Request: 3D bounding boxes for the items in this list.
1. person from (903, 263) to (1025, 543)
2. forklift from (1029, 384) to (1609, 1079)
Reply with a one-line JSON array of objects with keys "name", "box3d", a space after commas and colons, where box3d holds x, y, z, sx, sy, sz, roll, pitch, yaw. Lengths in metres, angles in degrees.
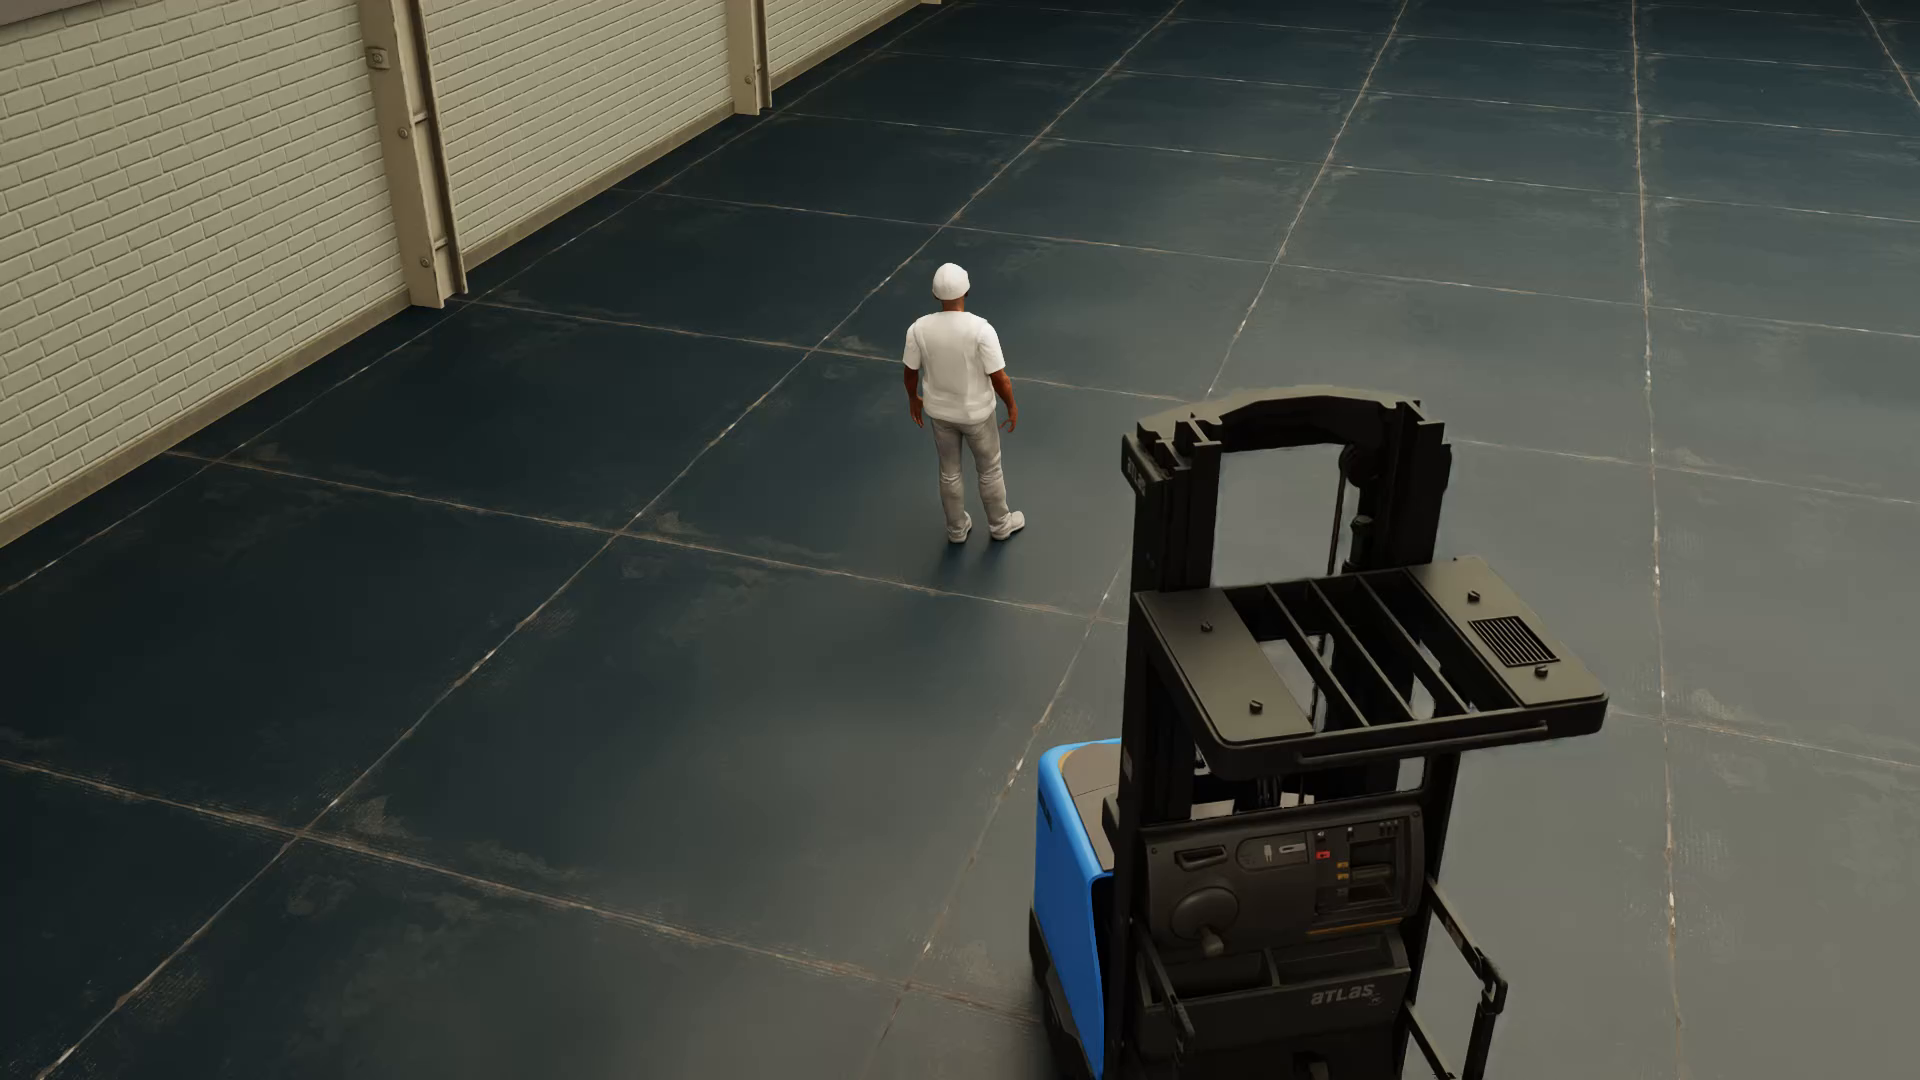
[{"name": "person", "box3d": [0.029, -0.805, 9.710, 0.665, 1.765, 0.577, 10, 31, 16]}, {"name": "forklift", "box3d": [1.091, 1.136, 5.144, 1.130, 2.935, 3.031, -6, 30, -10]}]
